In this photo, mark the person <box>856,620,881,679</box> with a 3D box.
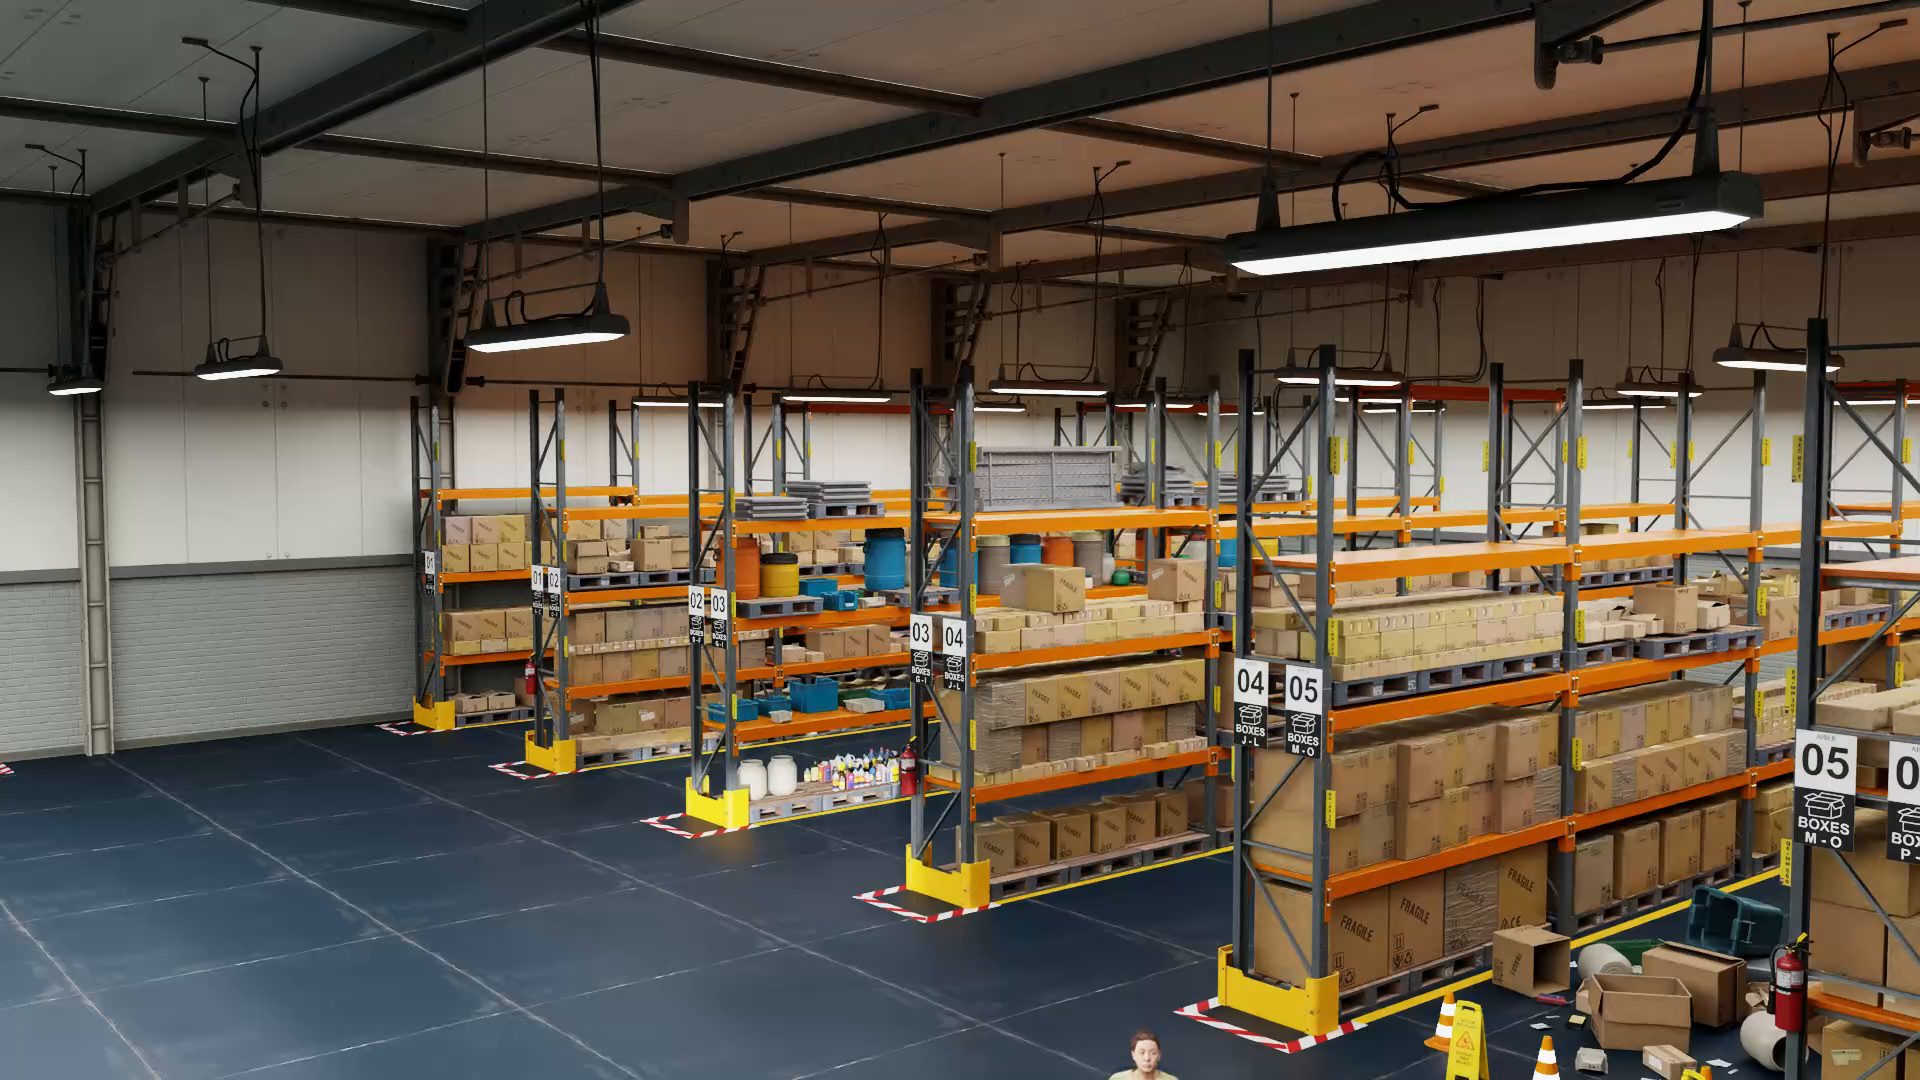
[{"bbox_3d":[-1.749,2.415,32.709,0.541,1.716,0.731,3,5,43],"label":"person"}]

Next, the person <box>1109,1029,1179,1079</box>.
[{"bbox_3d":[1.109,3.743,9.952,0.588,1.643,0.896,0,3,3],"label":"person"}]
